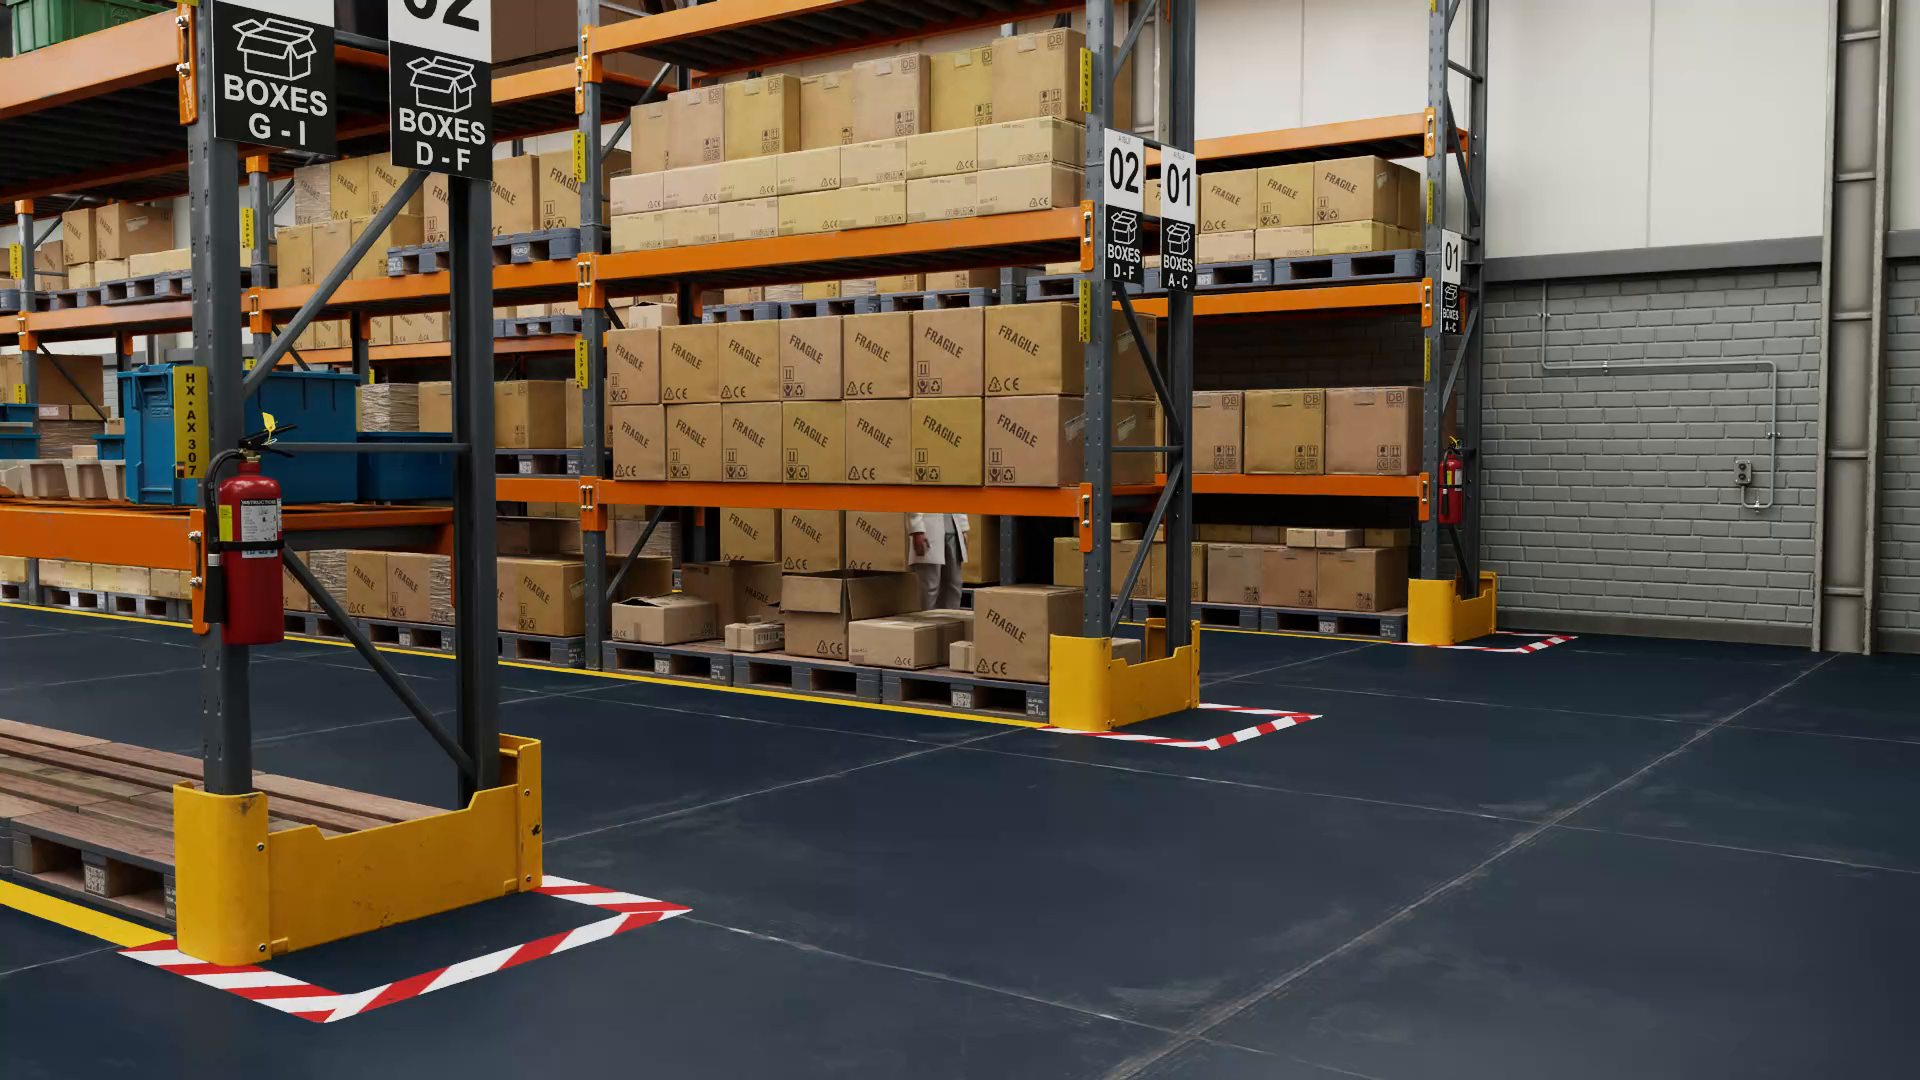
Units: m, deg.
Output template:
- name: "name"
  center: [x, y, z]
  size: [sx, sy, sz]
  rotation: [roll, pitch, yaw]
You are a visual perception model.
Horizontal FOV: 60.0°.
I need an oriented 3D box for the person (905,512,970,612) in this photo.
- name: "person"
  center: [-0.157, -0.037, 12.080]
  size: [0.417, 1.774, 0.650]
  rotation: [2, 4, 38]
